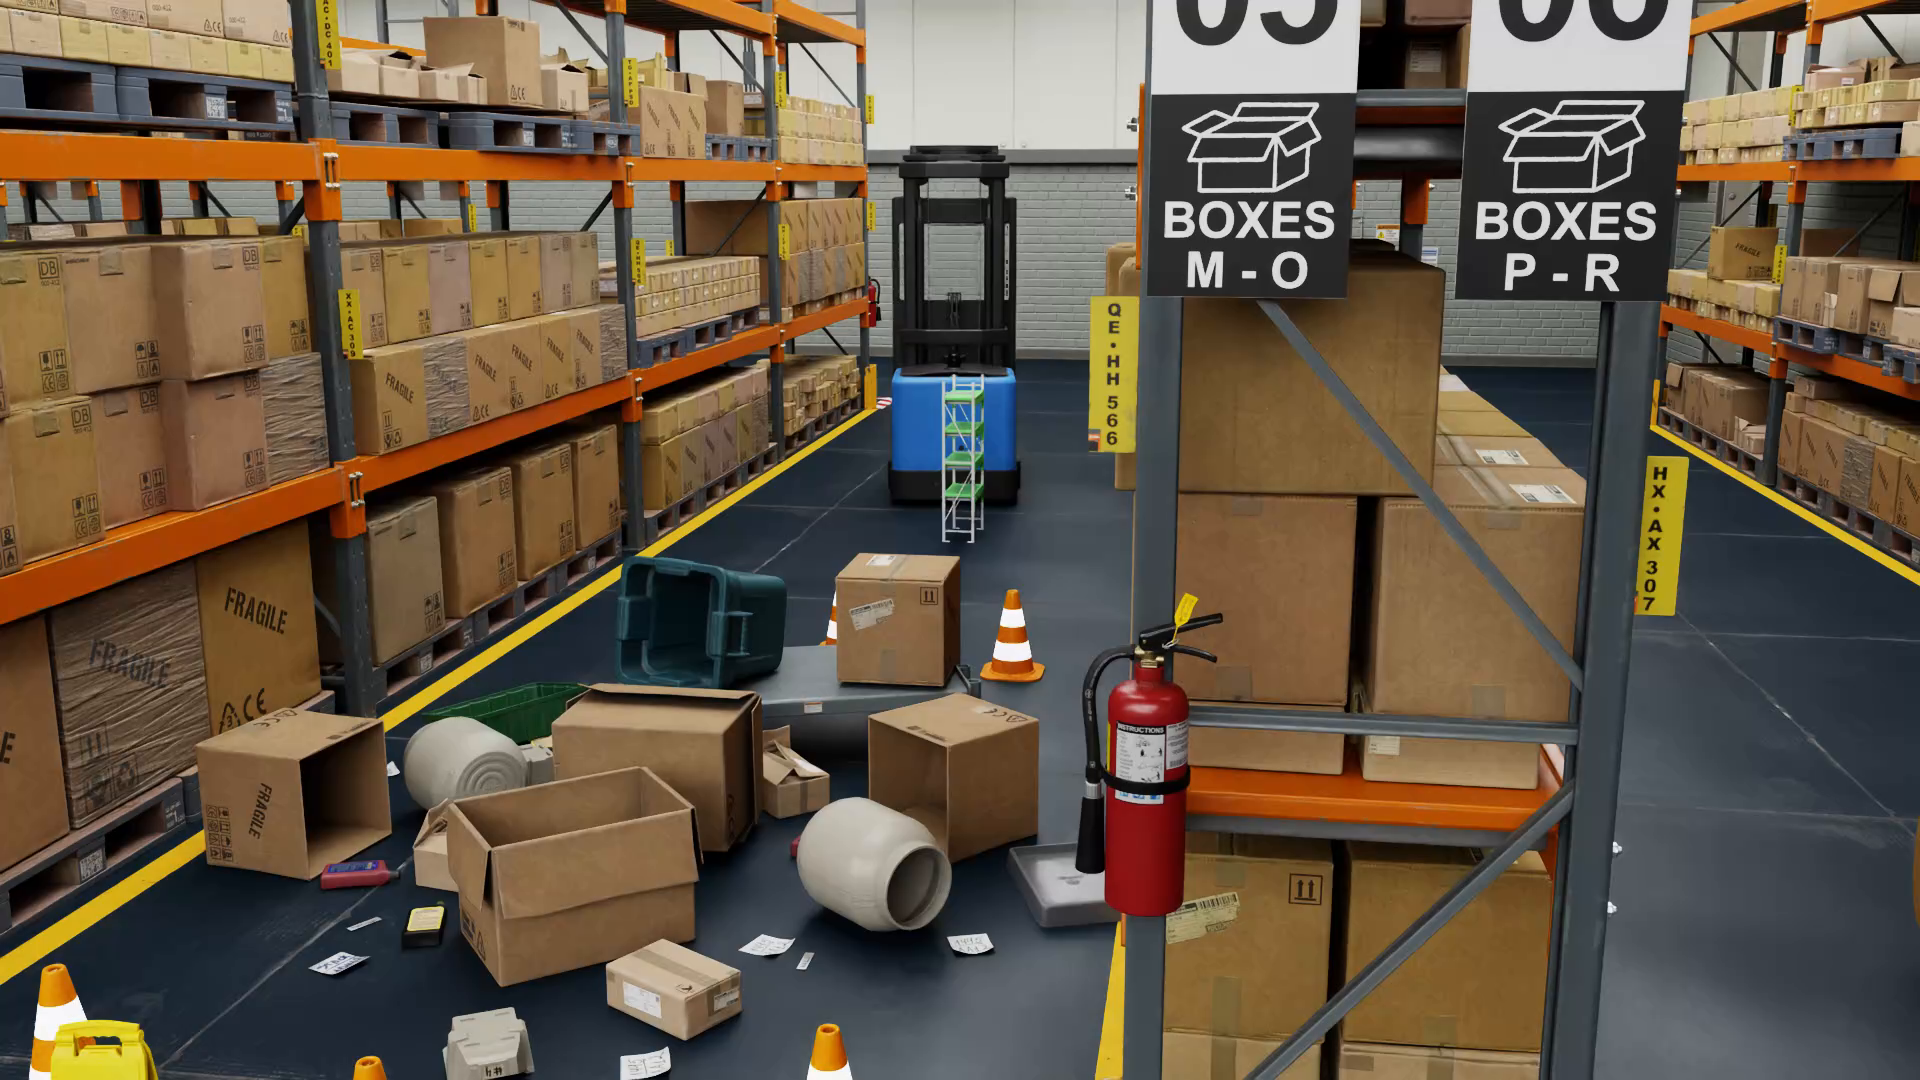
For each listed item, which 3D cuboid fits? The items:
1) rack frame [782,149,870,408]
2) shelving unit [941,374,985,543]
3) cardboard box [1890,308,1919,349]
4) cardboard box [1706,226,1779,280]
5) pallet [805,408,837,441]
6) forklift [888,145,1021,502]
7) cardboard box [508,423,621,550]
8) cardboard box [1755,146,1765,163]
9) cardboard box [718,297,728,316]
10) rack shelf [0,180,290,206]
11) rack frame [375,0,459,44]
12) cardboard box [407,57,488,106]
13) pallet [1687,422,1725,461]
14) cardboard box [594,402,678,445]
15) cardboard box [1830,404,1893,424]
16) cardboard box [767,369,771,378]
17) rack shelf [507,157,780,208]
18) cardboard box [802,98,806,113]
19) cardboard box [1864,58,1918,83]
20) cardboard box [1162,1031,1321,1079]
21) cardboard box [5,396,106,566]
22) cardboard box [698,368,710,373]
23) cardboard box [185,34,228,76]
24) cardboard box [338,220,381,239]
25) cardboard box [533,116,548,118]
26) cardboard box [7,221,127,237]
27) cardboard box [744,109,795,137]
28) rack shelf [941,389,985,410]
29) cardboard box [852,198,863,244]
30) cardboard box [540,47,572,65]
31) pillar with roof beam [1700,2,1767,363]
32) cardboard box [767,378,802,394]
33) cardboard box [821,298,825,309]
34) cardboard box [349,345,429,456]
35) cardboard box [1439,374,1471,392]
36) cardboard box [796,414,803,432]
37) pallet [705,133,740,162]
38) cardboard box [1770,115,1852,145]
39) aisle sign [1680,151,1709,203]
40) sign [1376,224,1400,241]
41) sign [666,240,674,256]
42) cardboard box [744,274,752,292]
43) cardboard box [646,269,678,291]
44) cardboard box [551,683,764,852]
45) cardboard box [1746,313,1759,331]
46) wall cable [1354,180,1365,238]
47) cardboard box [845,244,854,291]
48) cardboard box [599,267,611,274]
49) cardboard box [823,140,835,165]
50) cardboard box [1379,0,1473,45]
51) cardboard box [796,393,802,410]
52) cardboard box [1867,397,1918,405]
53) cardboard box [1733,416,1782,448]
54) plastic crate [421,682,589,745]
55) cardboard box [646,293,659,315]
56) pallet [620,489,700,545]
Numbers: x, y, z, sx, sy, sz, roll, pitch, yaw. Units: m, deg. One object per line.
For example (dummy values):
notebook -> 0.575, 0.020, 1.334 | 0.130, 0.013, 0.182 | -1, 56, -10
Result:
rack frame -> -1.580, -3.072, 19.627 | 1.000, 3.000, 0.127 | 2, 12, 9
shelving unit -> 0.025, -0.621, 12.527 | 0.258, 1.200, 0.503 | 2, 12, 9
cardboard box -> 6.844, -1.469, 11.549 | 0.500, 0.250, 0.500 | 1, 12, 6
cardboard box -> 7.666, -2.813, 16.296 | 0.500, 0.500, 0.500 | 2, 12, 10
pallet -> -1.942, -1.272, 17.893 | 1.003, 0.211, 1.213 | 2, 12, 9
forklift -> -0.050, -2.014, 14.882 | 1.130, 2.935, 3.031 | 0, 12, 0
cardboard box -> -2.993, -0.388, 11.517 | 1.050, 0.750, 0.750 | 2, 12, 8
cardboard box -> 7.513, -3.525, 15.207 | 0.380, 0.149, 0.250 | 2, 12, 8
cardboard box -> -2.216, -2.016, 14.329 | 0.380, 0.149, 0.250 | 1, 12, 6
rack shelf -> -7.388, -3.119, 14.434 | 1.077, 0.370, 4.000 | 2, 12, 9
rack frame -> -6.465, -6.186, 19.838 | 1.000, 3.000, 0.127 | 2, 12, 9
cardboard box -> -2.928, -2.611, 9.455 | 0.396, 0.266, 0.258 | 2, 12, 9
pallet -> 7.909, -0.974, 16.513 | 1.003, 0.211, 1.213 | 2, 12, 9
cardboard box -> -2.465, -0.892, 12.669 | 0.500, 0.250, 0.500 | 1, 12, 6
cardboard box -> 7.276, -1.003, 13.422 | 0.380, 0.149, 0.250 | 2, 12, 8
cardboard box -> -2.123, -1.746, 17.834 | 0.380, 0.149, 0.250 | 2, 12, 9
rack shelf -> -2.503, -2.937, 13.591 | 1.077, 0.370, 4.000 | 2, 12, 9
cardboard box -> -1.749, -4.341, 16.618 | 0.380, 0.149, 0.250 | 1, 12, 7
cardboard box -> 7.637, -3.819, 13.648 | 0.396, 0.266, 0.258 | 2, 12, 8
cardboard box -> 0.728, 1.355, 4.615 | 0.500, 0.250, 0.500 | 2, 12, 8
cardboard box -> -3.714, -0.232, 6.096 | 0.875, 0.550, 0.500 | 2, 12, 9
cardboard box -> -2.570, -1.444, 15.229 | 0.500, 0.250, 0.500 | 1, 12, 6
cardboard box -> -3.242, -1.979, 6.798 | 0.380, 0.149, 0.250 | 2, 12, 10
cardboard box -> -6.957, -3.389, 18.968 | 0.500, 0.500, 0.500 | 2, 12, 7
cardboard box -> -3.020, -2.940, 11.256 | 0.380, 0.149, 0.250 | 1, 12, 6
cardboard box -> -7.464, -2.415, 13.959 | 0.797, 0.503, 0.637 | 2, 12, 10
cardboard box -> -1.884, -3.969, 15.839 | 0.500, 0.250, 0.500 | 2, 12, 11
rack shelf -> 0.025, -1.028, 12.439 | 0.258, 0.148, 0.480 | 2, 12, 9
cardboard box -> -1.405, -3.651, 19.000 | 0.500, 0.500, 0.500 | 2, 12, 7
cardboard box -> -3.005, -3.388, 11.922 | 0.396, 0.266, 0.258 | 2, 12, 9
pillar with roof beam -> 5.283, -6.377, 20.722 | 9.100, 9.000, 0.400 | 2, 12, 9
cardboard box -> -1.829, -1.571, 17.022 | 0.380, 0.149, 0.250 | 2, 12, 7
cardboard box -> -1.661, -2.551, 17.806 | 0.380, 0.149, 0.250 | 2, 12, 10
cardboard box -> -3.079, -0.723, 8.493 | 0.500, 0.500, 0.500 | 2, 12, 9
cardboard box -> 1.511, -0.313, 5.880 | 0.500, 0.500, 0.500 | 2, 12, 10
cardboard box -> -1.781, -1.171, 16.579 | 0.380, 0.149, 0.250 | 2, 12, 10
pallet -> -2.552, -3.273, 13.884 | 1.213, 0.211, 1.003 | 2, 12, 9
cardboard box -> 7.444, -3.587, 14.546 | 0.500, 0.250, 0.500 | 2, 12, 9
aisle sign -> 7.952, -4.067, 18.074 | 0.394, 0.787, 0.004 | 2, 12, 9
sign -> 6.201, -4.457, 24.095 | 0.339, 0.242, 0.001 | 2, 12, 9
sign -> -2.732, -2.678, 15.746 | 0.100, 0.325, 0.005 | 2, 12, 9
cardboard box -> -2.101, -2.323, 15.045 | 0.380, 0.149, 0.250 | 2, 12, 9
cardboard box -> -2.426, -2.032, 12.988 | 0.380, 0.149, 0.250 | 1, 12, 6
cardboard box -> -1.230, 0.910, 6.756 | 0.797, 0.637, 0.503 | 2, 12, 9
cardboard box -> 7.451, -2.001, 15.256 | 0.380, 0.149, 0.250 | 2, 12, 10
wall cable -> 5.574, -4.560, 24.121 | 0.588, 1.984, 0.122 | 2, 12, 9
cardboard box -> -1.479, -3.057, 18.615 | 0.500, 0.500, 0.500 | 2, 12, 8
cardboard box -> -3.026, -2.109, 13.347 | 0.380, 0.149, 0.250 | 2, 12, 9
cardboard box -> -1.612, -4.041, 17.360 | 0.500, 0.250, 0.500 | 2, 12, 11
cardboard box -> 1.207, -1.236, 3.639 | 0.500, 0.250, 0.500 | 2, 12, 8
cardboard box -> -1.827, -1.425, 17.049 | 0.380, 0.149, 0.250 | 1, 12, 6
cardboard box -> 7.810, -1.099, 13.871 | 0.380, 0.149, 0.250 | 2, 12, 9
cardboard box -> 7.467, -1.008, 15.545 | 0.396, 0.266, 0.258 | 2, 12, 11
plastic crate -> -2.158, 0.851, 7.961 | 0.450, 0.188, 0.662 | -3, 8, 40
cardboard box -> -2.498, -1.785, 12.549 | 0.380, 0.149, 0.250 | 2, 12, 11
pallet -> -2.689, -0.206, 12.948 | 1.003, 0.211, 1.213 | 2, 12, 9
